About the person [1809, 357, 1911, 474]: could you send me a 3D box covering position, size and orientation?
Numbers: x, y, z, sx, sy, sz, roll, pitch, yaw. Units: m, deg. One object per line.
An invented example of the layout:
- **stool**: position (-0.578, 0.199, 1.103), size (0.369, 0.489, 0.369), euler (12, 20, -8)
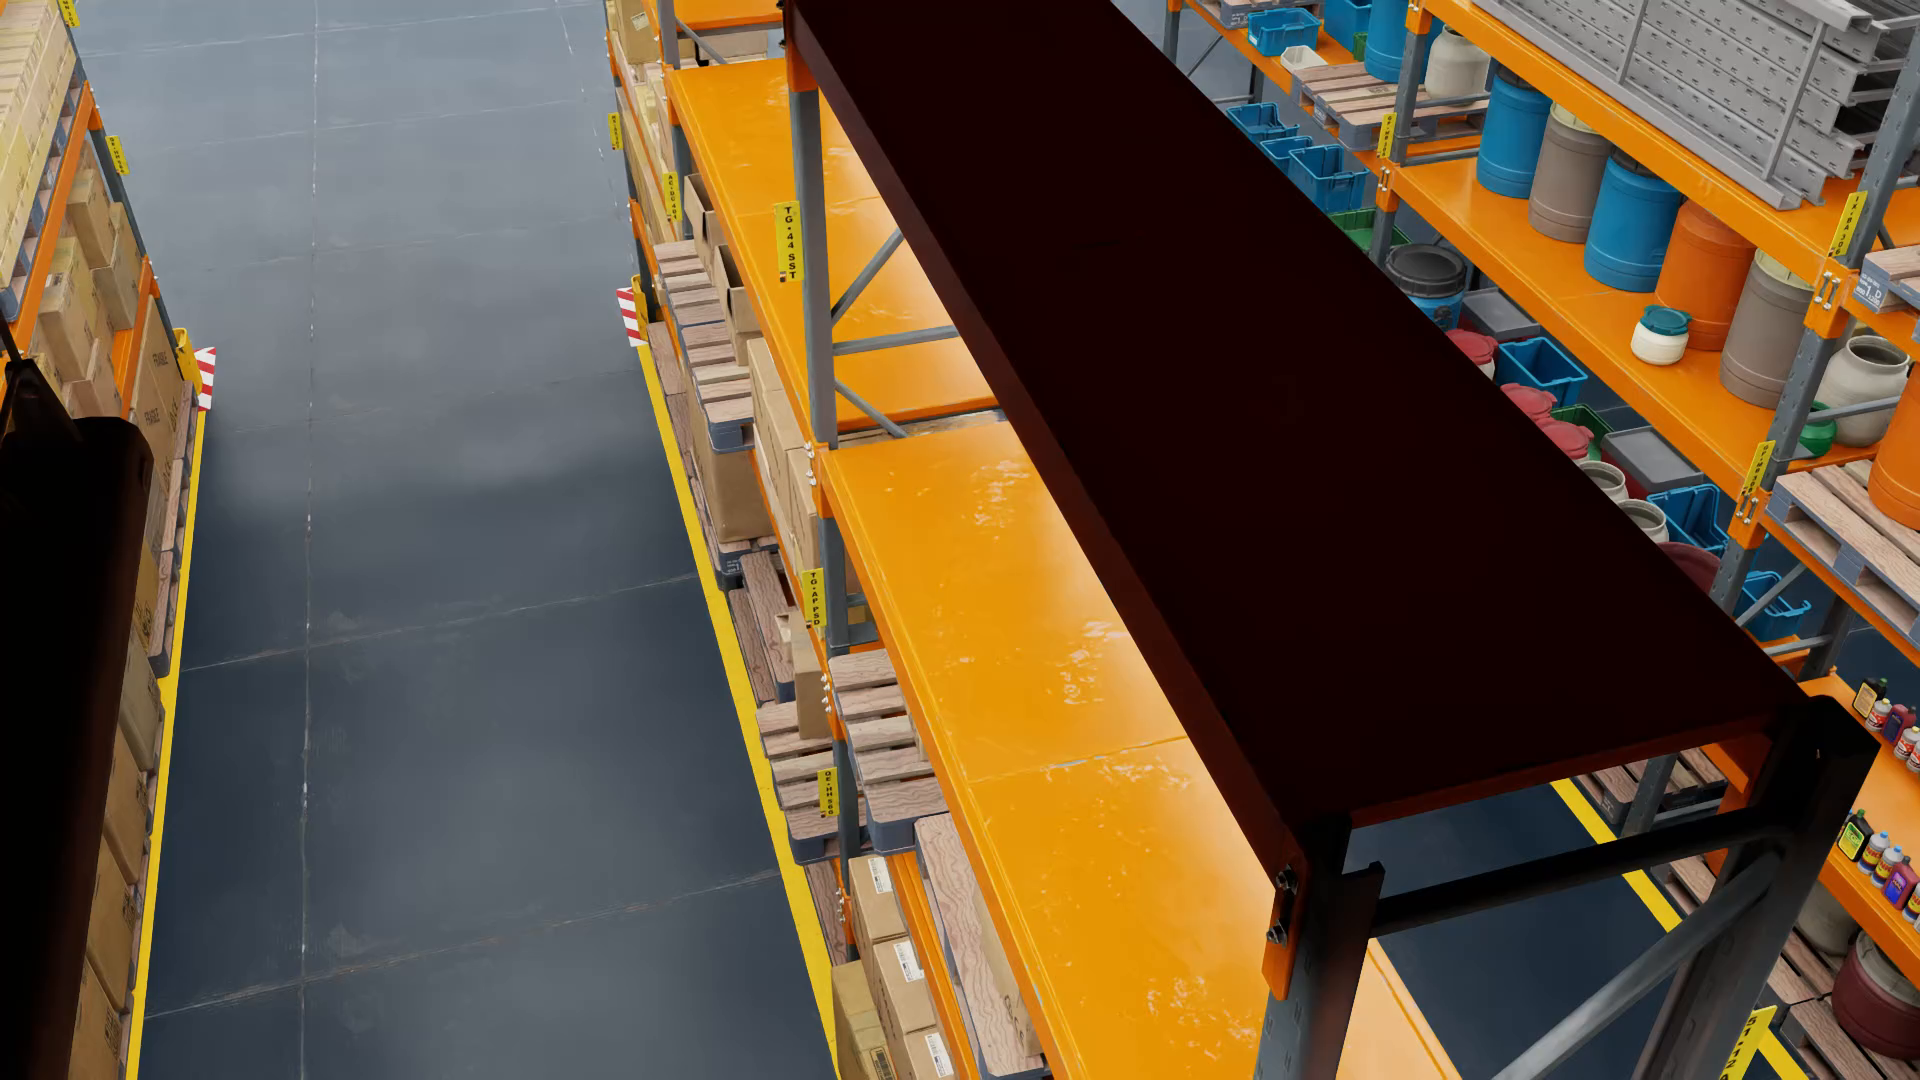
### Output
- **person**: position (6.702, -0.933, 12.713), size (0.473, 1.648, 0.719), euler (-30, 47, -32)
